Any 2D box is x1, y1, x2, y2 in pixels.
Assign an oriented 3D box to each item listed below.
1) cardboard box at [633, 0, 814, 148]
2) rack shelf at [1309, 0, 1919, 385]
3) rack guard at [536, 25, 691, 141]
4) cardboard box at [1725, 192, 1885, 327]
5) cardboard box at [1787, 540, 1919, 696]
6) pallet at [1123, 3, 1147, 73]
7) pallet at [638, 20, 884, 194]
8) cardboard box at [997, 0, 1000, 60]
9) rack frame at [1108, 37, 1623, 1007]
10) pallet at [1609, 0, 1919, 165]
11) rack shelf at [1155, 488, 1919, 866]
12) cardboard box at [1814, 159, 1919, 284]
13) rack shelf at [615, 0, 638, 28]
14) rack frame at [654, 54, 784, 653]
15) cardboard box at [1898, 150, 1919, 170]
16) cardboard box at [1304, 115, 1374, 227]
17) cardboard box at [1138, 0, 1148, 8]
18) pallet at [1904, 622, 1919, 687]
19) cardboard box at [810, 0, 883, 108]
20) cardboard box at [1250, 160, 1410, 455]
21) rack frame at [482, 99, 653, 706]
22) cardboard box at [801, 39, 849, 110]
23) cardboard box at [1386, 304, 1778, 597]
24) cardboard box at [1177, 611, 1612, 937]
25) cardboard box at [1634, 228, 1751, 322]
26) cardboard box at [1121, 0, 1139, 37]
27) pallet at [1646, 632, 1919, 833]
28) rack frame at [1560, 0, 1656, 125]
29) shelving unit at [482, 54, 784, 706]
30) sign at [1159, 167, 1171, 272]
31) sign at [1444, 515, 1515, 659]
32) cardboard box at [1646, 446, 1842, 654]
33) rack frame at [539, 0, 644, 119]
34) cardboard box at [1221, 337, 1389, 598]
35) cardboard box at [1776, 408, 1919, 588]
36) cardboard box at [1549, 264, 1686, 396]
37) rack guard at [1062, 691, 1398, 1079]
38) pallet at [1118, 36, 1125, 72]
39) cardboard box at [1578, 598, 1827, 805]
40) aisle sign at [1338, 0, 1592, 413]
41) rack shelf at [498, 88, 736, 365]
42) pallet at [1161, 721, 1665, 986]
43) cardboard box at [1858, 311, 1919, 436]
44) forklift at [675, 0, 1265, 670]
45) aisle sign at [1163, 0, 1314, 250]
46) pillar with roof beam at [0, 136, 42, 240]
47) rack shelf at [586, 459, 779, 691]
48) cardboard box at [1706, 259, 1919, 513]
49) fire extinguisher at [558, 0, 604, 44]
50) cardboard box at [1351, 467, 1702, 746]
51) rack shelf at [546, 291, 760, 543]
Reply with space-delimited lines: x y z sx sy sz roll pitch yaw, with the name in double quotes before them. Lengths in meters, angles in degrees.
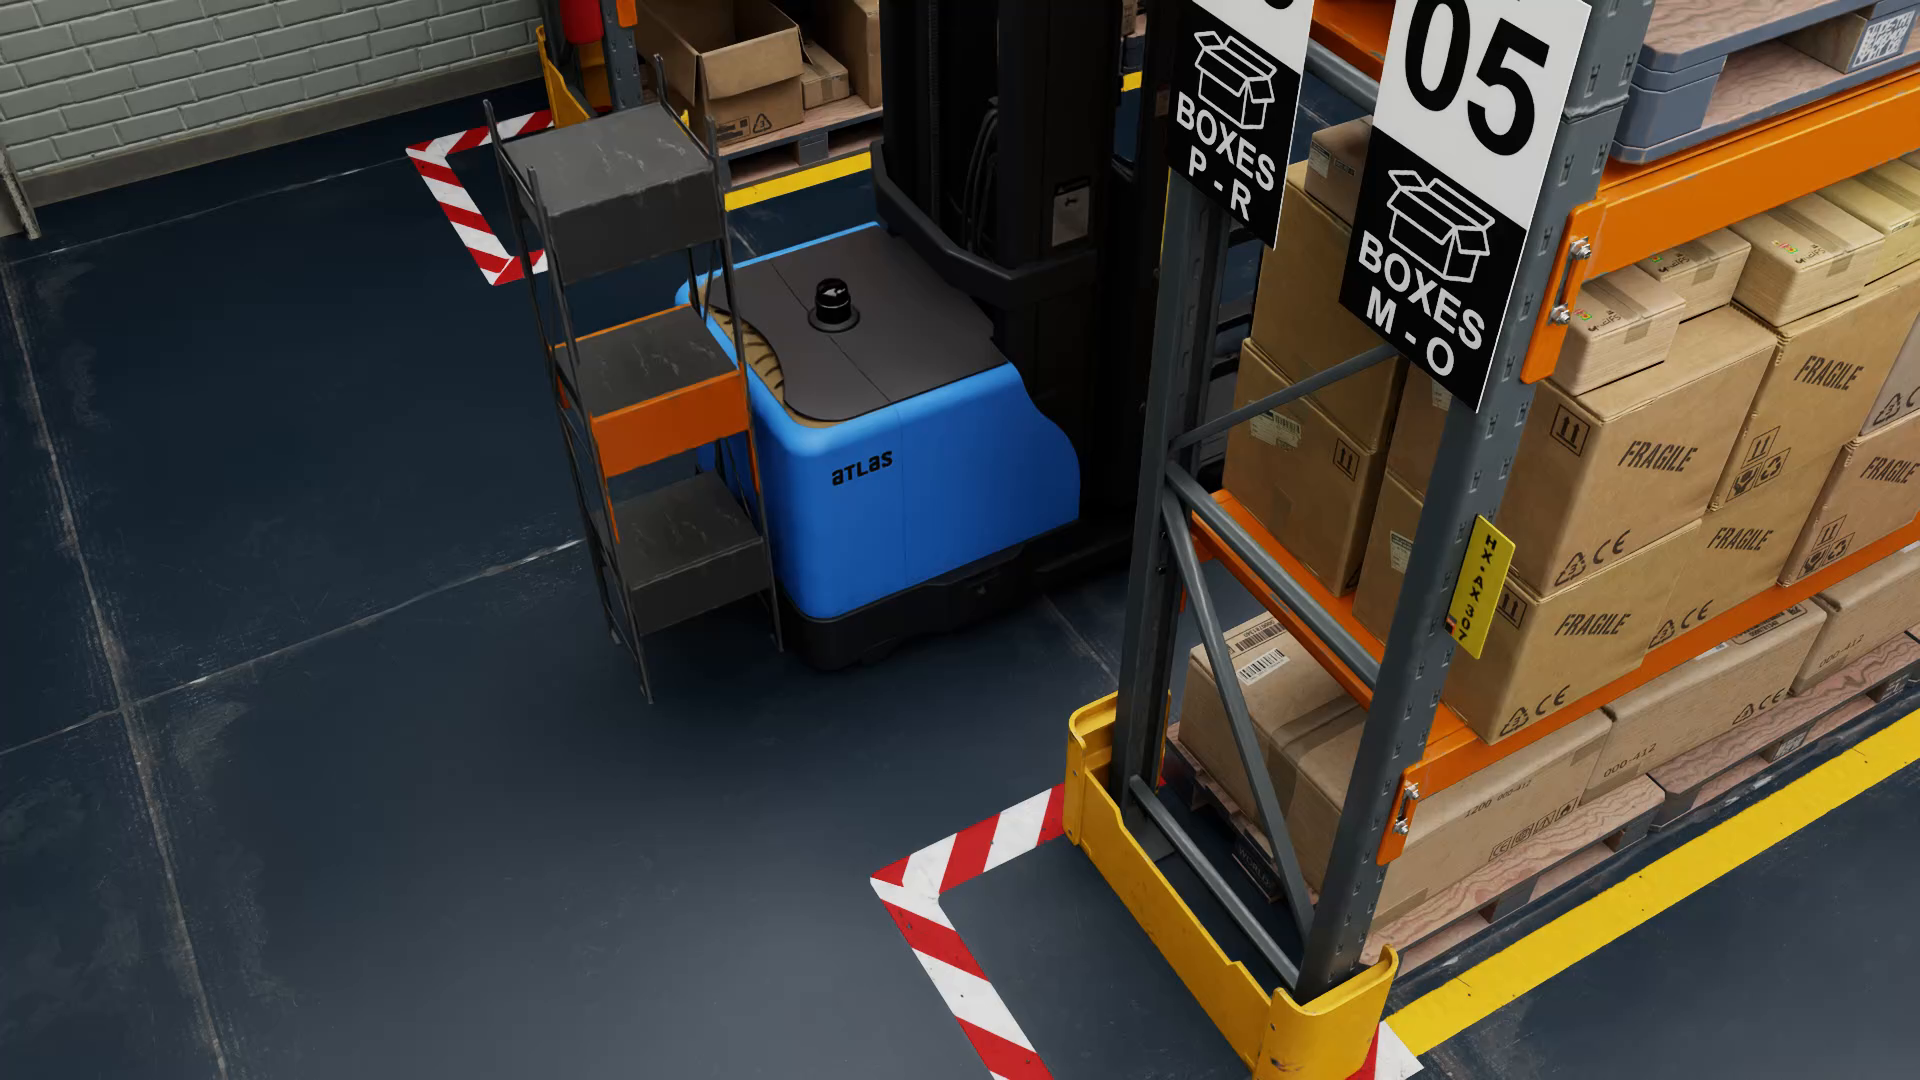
"cardboard box" -1.136 -2.306 7.964 0.637 0.503 0.797 -24 49 -22
"rack shelf" 2.497 -1.413 3.914 4.000 0.370 1.077 -22 48 -21
"rack guard" -1.647 -2.026 7.978 0.348 0.500 1.175 -22 48 -21
"cardboard box" 1.683 -0.639 3.499 0.250 0.149 0.380 -20 48 -20
"cardboard box" 2.857 -0.055 5.692 0.875 0.438 0.875 -23 49 -22
"pallet" 1.159 -3.046 9.237 1.213 0.211 1.003 -22 48 -21
"pallet" -0.957 -2.199 8.365 1.213 0.211 1.003 -22 48 -21
"cardboard box" 0.133 -2.701 8.373 0.500 0.500 0.500 -21 48 -20
"rack frame" 0.763 0.100 3.994 0.127 3.000 1.000 -22 48 -21
"pallet" 1.401 -1.209 3.251 1.213 0.211 1.003 -22 48 -21
"rack shelf" 2.497 -0.336 4.959 4.000 0.370 1.077 -22 48 -21
"cardboard box" 1.902 -0.741 3.604 0.250 0.149 0.380 -23 49 -22
"rack shelf" 0.021 -3.332 8.046 4.000 0.370 1.077 -22 48 -21
"rack frame" -0.734 -0.476 5.222 0.015 2.100 0.400 -21 48 -20
"cardboard box" 2.103 -0.864 3.731 0.250 0.149 0.380 -21 48 -21
"cardboard box" 0.974 -0.773 3.638 0.250 0.149 0.380 -21 48 -20
"cardboard box" 1.109 -2.959 8.807 0.258 0.266 0.396 -20 48 -20
"pallet" 3.533 -0.071 6.172 1.213 0.211 1.003 -22 48 -21
"cardboard box" -0.375 -2.578 8.246 0.500 0.500 0.700 -20 48 -19
"cardboard box" 1.062 -0.606 3.931 0.500 0.500 0.500 -20 48 -20
"rack frame" -1.162 -0.308 5.059 0.015 2.100 0.400 -21 48 -20
"cardboard box" -0.748 -2.303 8.215 0.250 0.149 0.380 -24 49 -22
"cardboard box" 1.321 -0.290 3.605 0.500 0.500 0.500 -23 49 -22
"cardboard box" 1.285 0.579 5.038 0.875 0.438 0.875 -23 49 -22
"cardboard box" 1.400 -0.618 3.477 0.250 0.149 0.380 -21 48 -20
"cardboard box" 0.525 -2.938 8.617 0.500 0.500 0.700 -24 49 -22
"pallet" 2.474 0.355 5.733 1.213 0.211 1.003 -22 48 -21
"rack frame" 0.763 -2.053 1.904 0.127 3.000 1.000 -22 48 -21
"shelving unit" -0.948 -0.392 5.141 0.503 2.100 0.431 -21 48 -20
"sign" 0.504 -0.733 3.850 0.005 0.325 0.100 -22 48 -21
"sign" 1.034 0.098 3.317 0.005 0.325 0.100 -22 48 -21
"cardboard box" 1.747 -0.122 4.150 0.500 0.500 0.500 -22 48 -21
"rack frame" -1.713 -2.896 7.081 0.127 3.000 1.000 -22 48 -21
"cardboard box" 1.049 -0.263 4.296 0.500 0.500 0.500 -22 48 -21
"cardboard box" 2.197 -0.287 4.321 0.500 0.500 0.500 -22 48 -21
"cardboard box" 1.208 -0.484 3.339 0.250 0.149 0.380 -21 48 -20
"rack guard" 0.742 1.005 4.856 0.348 0.500 1.175 -22 48 -21
"pallet" 0.100 -2.620 8.798 1.213 0.211 1.003 -22 48 -21
"cardboard box" 2.074 0.256 5.370 0.875 0.438 0.875 -21 48 -20
"aisle sign" 0.845 -0.633 2.882 0.004 0.787 0.394 -22 48 -21
"rack shelf" -0.956 -0.881 4.659 0.480 0.518 0.431 -21 48 -20
"pallet" 1.417 0.776 5.299 1.213 0.211 1.003 -22 48 -21
"cardboard box" 2.208 -0.656 3.983 0.500 0.500 0.500 -22 48 -21
"forklift" 0.557 -1.370 5.557 3.031 2.935 1.130 -22 48 -21
"aisle sign" 0.546 -0.996 3.255 0.004 0.787 0.394 -22 48 -21
"pillar with roof beam" -2.356 -2.059 1.910 0.400 9.000 9.100 -22 48 -21
"rack shelf" -0.939 0.116 5.641 0.480 0.518 0.431 -21 48 -20
"cardboard box" 1.765 -0.473 3.794 0.500 0.500 0.500 -23 49 -22
"fire extinguisher" -1.611 -2.405 6.897 0.183 0.674 0.296 -22 48 -21
"cardboard box" 1.322 0.071 3.952 0.500 0.500 0.500 -22 48 -21
"rack shelf" -0.947 -0.382 5.150 0.480 0.518 0.431 -21 48 -20
